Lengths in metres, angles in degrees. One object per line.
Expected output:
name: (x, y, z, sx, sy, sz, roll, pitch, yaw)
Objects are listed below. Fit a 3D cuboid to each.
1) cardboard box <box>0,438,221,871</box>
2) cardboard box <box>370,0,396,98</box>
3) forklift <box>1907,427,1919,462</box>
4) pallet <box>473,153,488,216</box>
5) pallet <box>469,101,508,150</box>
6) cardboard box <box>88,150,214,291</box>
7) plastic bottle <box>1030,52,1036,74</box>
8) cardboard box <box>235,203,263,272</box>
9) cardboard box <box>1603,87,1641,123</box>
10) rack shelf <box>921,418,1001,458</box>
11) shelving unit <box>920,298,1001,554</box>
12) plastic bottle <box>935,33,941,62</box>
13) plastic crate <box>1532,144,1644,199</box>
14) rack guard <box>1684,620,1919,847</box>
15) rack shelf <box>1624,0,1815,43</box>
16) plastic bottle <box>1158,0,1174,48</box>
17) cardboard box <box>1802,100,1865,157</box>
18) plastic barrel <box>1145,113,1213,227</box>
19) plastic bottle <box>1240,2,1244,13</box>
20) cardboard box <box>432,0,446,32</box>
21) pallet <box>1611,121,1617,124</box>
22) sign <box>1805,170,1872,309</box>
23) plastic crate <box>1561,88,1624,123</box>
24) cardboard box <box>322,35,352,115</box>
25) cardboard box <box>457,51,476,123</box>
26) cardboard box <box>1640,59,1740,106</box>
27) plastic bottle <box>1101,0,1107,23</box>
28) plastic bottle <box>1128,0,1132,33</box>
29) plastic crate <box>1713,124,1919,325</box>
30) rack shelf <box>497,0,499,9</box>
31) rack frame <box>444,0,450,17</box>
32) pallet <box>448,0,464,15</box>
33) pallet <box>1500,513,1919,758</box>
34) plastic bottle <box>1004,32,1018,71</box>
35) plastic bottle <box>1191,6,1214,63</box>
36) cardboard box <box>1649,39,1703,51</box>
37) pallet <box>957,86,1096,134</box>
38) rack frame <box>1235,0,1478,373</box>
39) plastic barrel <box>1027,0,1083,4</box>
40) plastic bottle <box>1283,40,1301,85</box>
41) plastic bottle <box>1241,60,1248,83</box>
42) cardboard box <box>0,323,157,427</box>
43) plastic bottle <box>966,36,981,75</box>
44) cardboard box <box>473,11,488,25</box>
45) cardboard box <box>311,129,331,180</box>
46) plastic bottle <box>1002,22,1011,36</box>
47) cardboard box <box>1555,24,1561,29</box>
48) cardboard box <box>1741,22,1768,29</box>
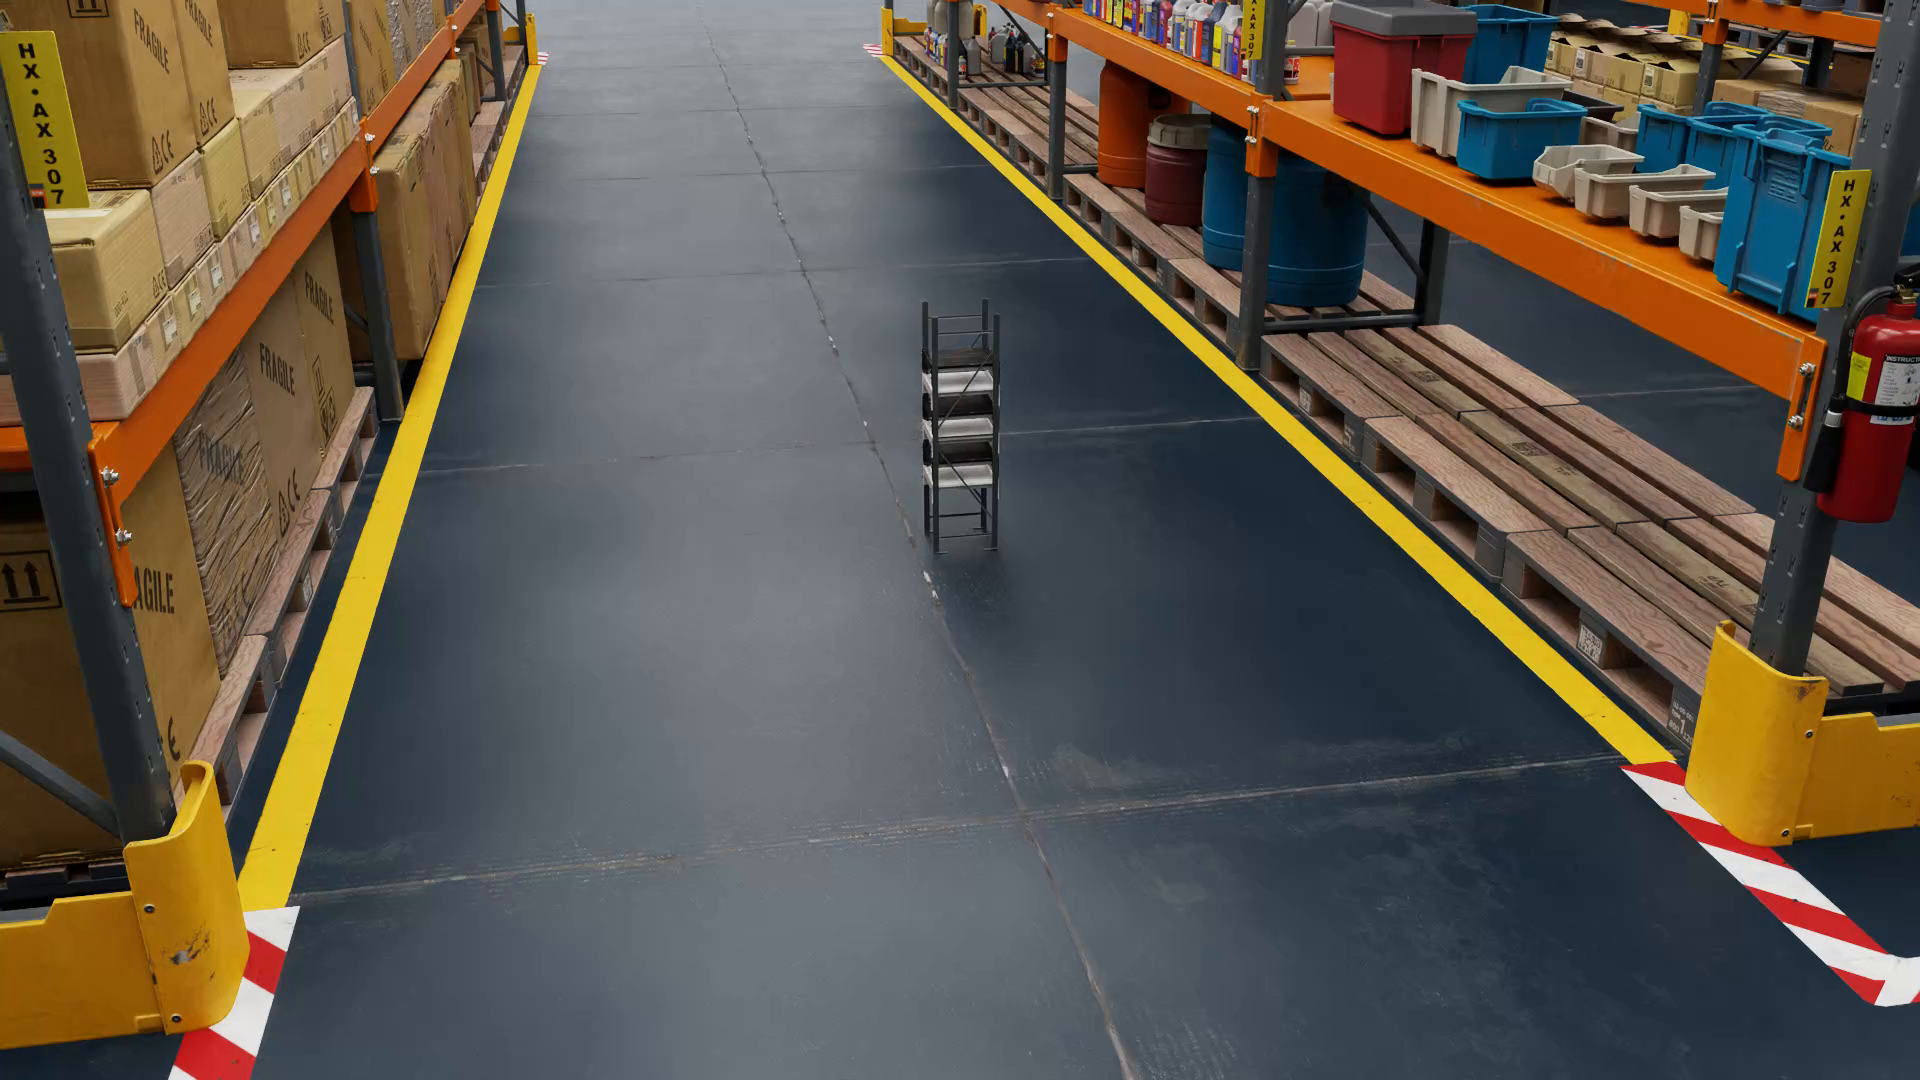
cardboard box: (-2.460, 0.224, 4.120, 0.875, 0.875, 0.875, -4, 24, -10)
cardboard box: (-2.936, -2.328, 7.708, 0.500, 0.500, 0.500, -4, 24, -10)
forklift: (4.548, -1.622, 6.301, 1.130, 2.935, 3.031, -4, 24, -8)
pallet: (-3.885, -2.488, 11.683, 1.003, 0.211, 1.213, -4, 24, -10)
pallet: (-4.337, -3.448, 13.880, 1.003, 0.211, 1.213, -4, 24, -10)
cardboard box: (-2.189, -0.792, 4.131, 0.500, 0.250, 0.500, -5, 24, -10)
plastic bottle: (0.720, -4.555, 15.879, 0.097, 0.201, 0.097, 0, 24, 0)
cardboard box: (-2.245, -0.866, 4.799, 0.380, 0.149, 0.250, -5, 24, -10)
cardboard box: (5.558, -3.514, 13.458, 0.500, 0.250, 0.500, -5, 24, -10)
rack shelf: (0.001, -0.379, 6.076, 0.258, 0.077, 0.200, -4, 24, -10)
shelving unit: (0.001, -0.409, 6.063, 0.258, 0.900, 0.210, -4, 24, -10)
plastic bottle: (-0.206, -4.933, 16.656, 0.097, 0.271, 0.097, 0, 24, 0)
plastic crate: (2.088, -1.230, 5.573, 0.298, 0.136, 0.250, -4, 24, -10)
rack guard: (2.622, 0.476, 4.536, 1.175, 0.500, 0.348, -4, 24, -10)
rack shelf: (5.624, -4.647, 14.041, 1.077, 0.370, 4.000, -4, 24, -10)
plastic bottle: (1.158, -2.903, 9.295, 0.061, 0.283, 0.133, -4, 24, -10)
cardboard box: (5.987, -2.643, 11.127, 0.500, 0.500, 0.500, -5, 24, -10)
plastic barrel: (1.441, -2.277, 10.204, 0.600, 0.588, 0.708, -4, 24, -10)
plastic bottle: (1.481, -2.650, 8.631, 0.144, 0.351, 0.185, -4, 24, -10)
cardboard box: (-3.408, -3.328, 9.998, 0.500, 0.500, 0.500, -4, 24, -8)
pallet: (5.880, -3.239, 13.402, 1.003, 0.211, 1.213, -4, 24, -10)
sign: (2.067, -0.706, 3.915, 0.100, 0.325, 0.005, -4, 24, -10)
plastic crate: (2.336, -1.733, 6.738, 0.437, 0.125, 0.590, -4, 24, -10)
cardboard box: (-2.663, -1.798, 6.436, 0.500, 0.250, 0.500, -5, 24, -11)
cardboard box: (-4.320, -3.656, 13.446, 0.700, 0.500, 0.500, -4, 24, -10)
cardboard box: (5.655, -3.567, 12.880, 0.500, 0.311, 0.500, -4, 24, -8)
plastic bottle: (0.973, -3.392, 10.424, 0.152, 0.276, 0.135, -4, 24, -10)
plastic bottle: (1.053, -3.161, 9.900, 0.097, 0.271, 0.097, 0, 24, 0)
plastic crate: (2.359, -0.840, 4.306, 0.616, 0.435, 0.499, -4, 24, -10)
rack shelf: (-4.852, -5.489, 15.968, 1.077, 0.370, 4.000, -4, 24, -10)
rack frame: (-3.742, -3.458, 10.421, 1.000, 3.000, 0.127, -4, 24, -10)
pallet: (-3.979, -3.643, 11.083, 1.213, 0.211, 1.003, -4, 24, -10)
pallet: (2.490, 0.272, 5.363, 1.003, 0.211, 1.213, -4, 24, -10)
plastic bottle: (0.502, -4.724, 16.077, 0.144, 0.351, 0.185, -4, 24, -10)
plastic bottle: (1.313, -2.668, 8.766, 0.152, 0.276, 0.135, -4, 24, -10)
cardboard box: (5.988, -4.014, 13.903, 0.500, 0.311, 0.500, -5, 24, -11)
pallet: (0.569, -3.814, 14.720, 1.003, 0.211, 1.213, -4, 24, -10)
rack frame: (1.865, -2.252, 7.658, 1.000, 3.000, 0.127, -4, 24, -10)
plastic barrel: (0.742, -4.047, 11.599, 0.600, 0.536, 0.708, -4, 24, -10)
plastic bottle: (1.593, -2.308, 8.035, 0.097, 0.201, 0.097, 0, 24, 0)
plastic bottle: (1.426, -2.335, 8.097, 0.097, 0.201, 0.097, 0, 24, 0)
cardboard box: (-2.004, -0.361, 3.642, 0.380, 0.149, 0.250, -4, 24, -9)
plastic bottle: (0.125, -4.629, 15.860, 0.144, 0.351, 0.185, -4, 24, -10)
cardboard box: (-4.881, -4.925, 16.377, 0.500, 0.500, 0.500, -2, 24, -5)
cardboard box: (-2.482, -1.371, 5.955, 0.380, 0.149, 0.250, -4, 24, -9)
plastic bottle: (0.496, -5.049, 16.822, 0.144, 0.351, 0.185, -3, 24, -8)
cardboard box: (5.173, -4.575, 15.186, 0.500, 0.311, 0.500, -5, 24, -10)
cardboard box: (9.527, -6.171, 19.442, 0.500, 0.311, 0.500, -2, 24, -5)
